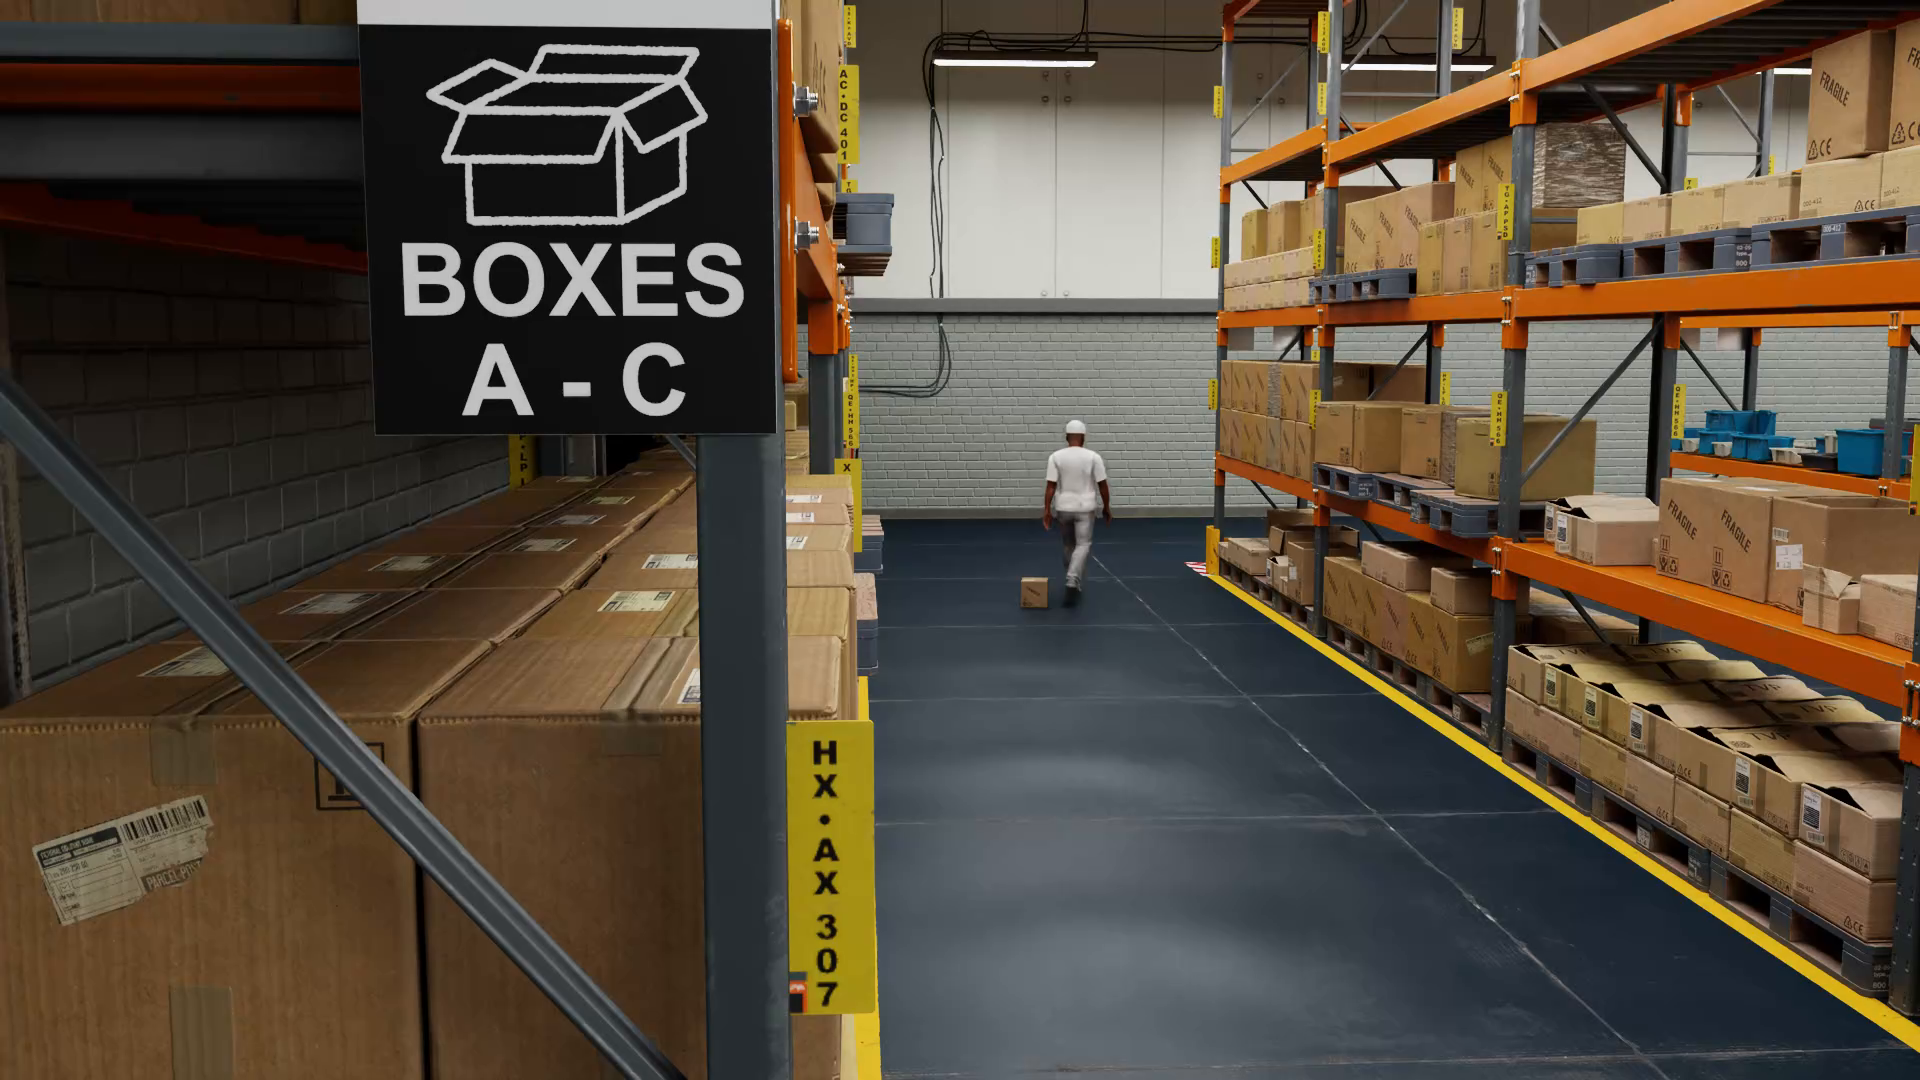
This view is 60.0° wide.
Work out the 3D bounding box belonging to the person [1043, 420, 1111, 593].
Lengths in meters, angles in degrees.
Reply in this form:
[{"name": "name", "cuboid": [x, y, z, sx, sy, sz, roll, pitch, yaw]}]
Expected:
[{"name": "person", "cuboid": [1.148, -0.303, 16.214, 0.627, 1.730, 1.014, 2, 7, 17]}]
